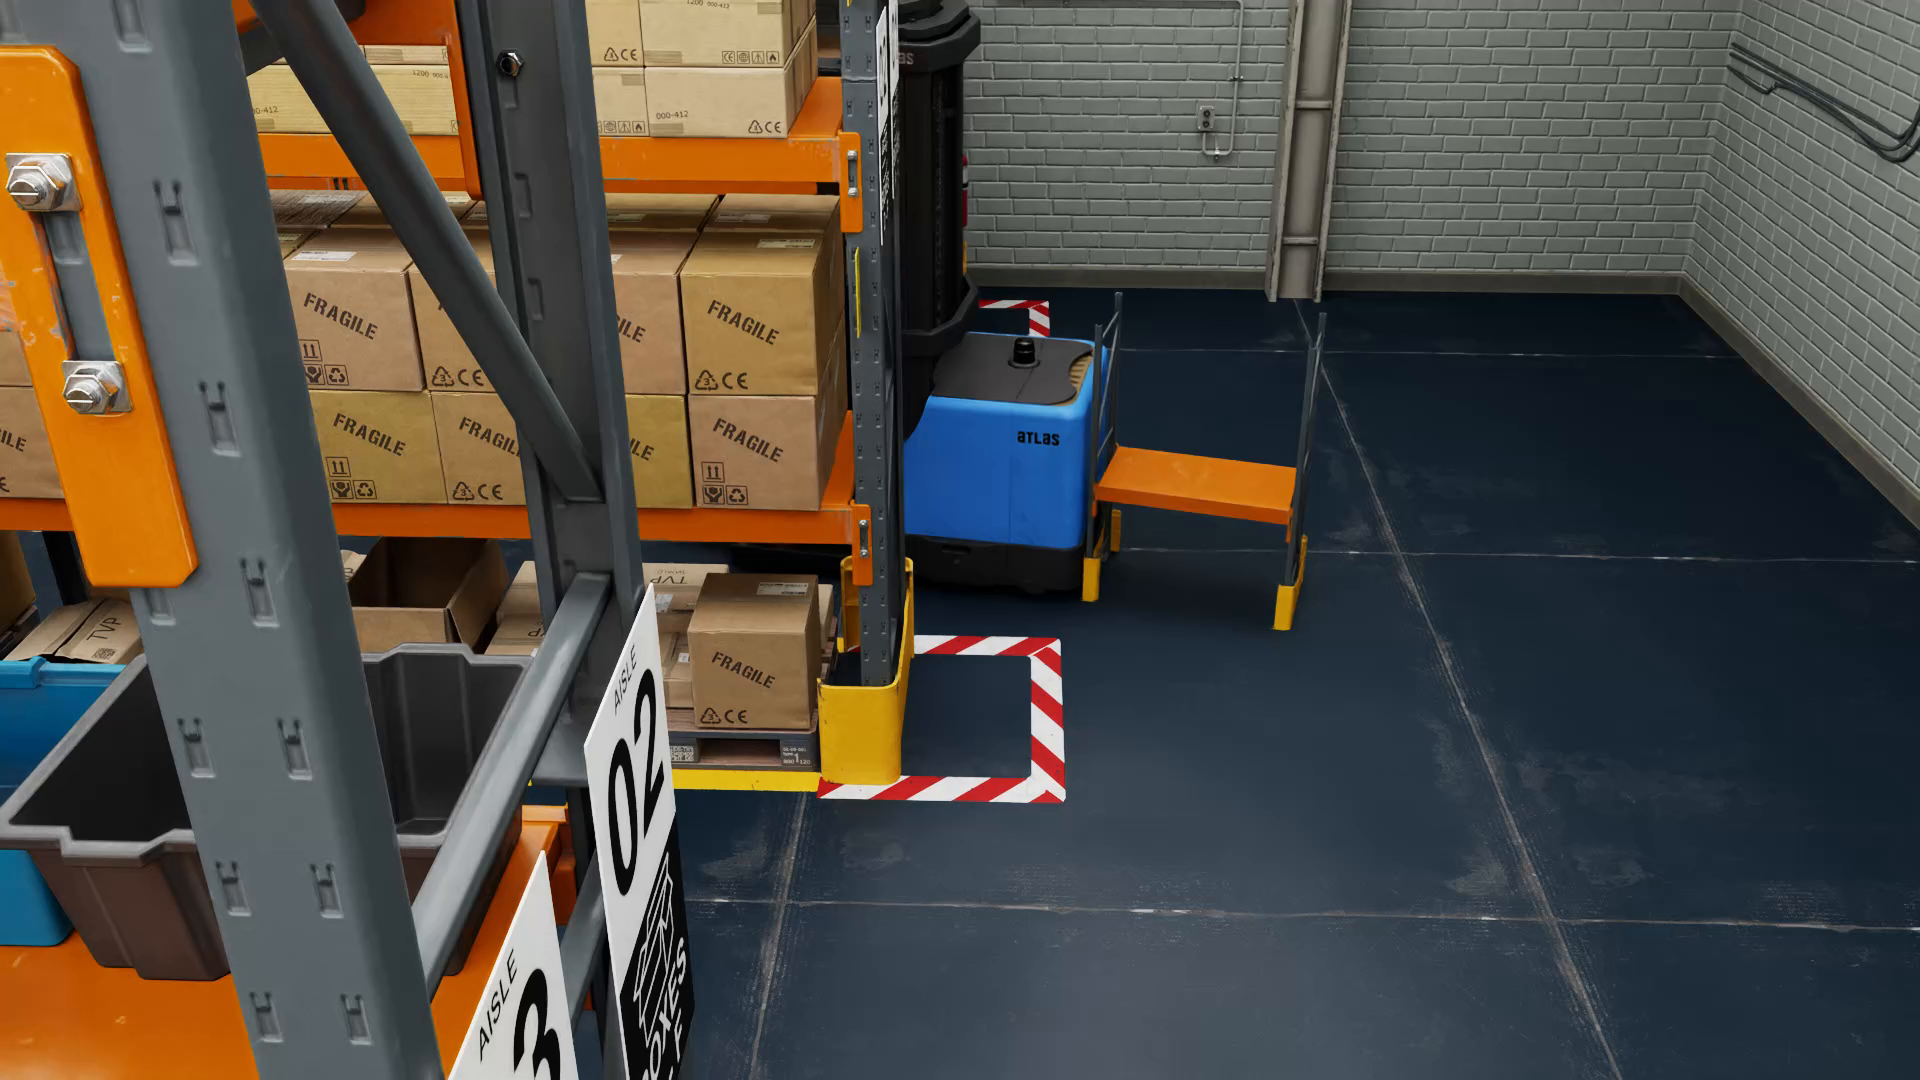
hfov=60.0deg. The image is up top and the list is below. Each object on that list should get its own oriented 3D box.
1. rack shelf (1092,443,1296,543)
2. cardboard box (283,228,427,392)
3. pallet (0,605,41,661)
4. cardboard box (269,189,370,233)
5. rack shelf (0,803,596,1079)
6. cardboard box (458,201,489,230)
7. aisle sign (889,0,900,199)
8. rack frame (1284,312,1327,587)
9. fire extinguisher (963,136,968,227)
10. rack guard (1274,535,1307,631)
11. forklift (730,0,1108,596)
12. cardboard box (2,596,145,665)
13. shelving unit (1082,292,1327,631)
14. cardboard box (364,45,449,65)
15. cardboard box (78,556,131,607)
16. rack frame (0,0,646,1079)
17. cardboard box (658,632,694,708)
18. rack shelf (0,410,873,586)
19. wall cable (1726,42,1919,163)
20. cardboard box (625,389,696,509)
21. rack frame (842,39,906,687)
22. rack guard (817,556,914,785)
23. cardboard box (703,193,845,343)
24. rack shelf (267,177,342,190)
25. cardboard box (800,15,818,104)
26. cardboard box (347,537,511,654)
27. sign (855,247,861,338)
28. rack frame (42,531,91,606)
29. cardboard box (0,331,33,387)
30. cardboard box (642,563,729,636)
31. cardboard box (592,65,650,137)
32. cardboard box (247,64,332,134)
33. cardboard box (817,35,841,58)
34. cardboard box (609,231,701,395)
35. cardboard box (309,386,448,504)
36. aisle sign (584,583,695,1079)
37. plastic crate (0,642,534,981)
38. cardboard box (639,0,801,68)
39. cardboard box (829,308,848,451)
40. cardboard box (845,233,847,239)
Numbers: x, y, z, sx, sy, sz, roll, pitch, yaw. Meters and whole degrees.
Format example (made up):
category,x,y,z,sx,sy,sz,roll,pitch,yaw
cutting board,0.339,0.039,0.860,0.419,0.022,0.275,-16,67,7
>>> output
category,x,y,z,sx,sy,sz,roll,pitch,yaw
rack shelf,1.223,-0.250,8.504,1.000,0.185,0.538,8,29,15
cardboard box,-2.332,-0.920,6.608,0.500,0.500,0.500,2,28,3
pallet,-5.152,0.638,7.821,1.213,0.211,1.003,1,28,2
cardboard box,-2.808,-1.181,7.102,0.500,0.500,0.500,1,28,2
rack shelf,-2.518,0.746,2.206,4.000,0.370,1.077,1,28,2
cardboard box,-1.797,-1.165,7.070,0.500,0.500,0.500,1,28,3
aisle sign,-0.262,-1.817,6.700,0.004,0.787,0.394,1,28,2
rack frame,1.709,-0.340,8.290,0.032,1.500,0.500,8,29,15
fire extinguisher,-0.035,-2.433,11.119,0.183,0.674,0.296,1,28,2
rack guard,1.708,0.212,8.583,0.087,0.250,0.587,8,29,15
forklift,-0.760,-1.346,8.660,3.031,2.935,1.130,6,28,11
cardboard box,-3.926,0.503,7.499,0.500,0.311,0.500,1,28,2
shelving unit,1.231,-0.408,8.418,1.083,1.500,0.587,8,29,15
cardboard box,-1.862,-1.919,6.092,0.500,0.250,0.500,1,28,2
cardboard box,-3.759,0.188,7.891,0.500,0.500,0.500,1,28,2
rack frame,-0.519,-0.864,1.273,0.127,3.000,1.000,1,28,2
cardboard box,-1.294,0.583,7.503,0.250,0.166,0.380,1,28,2
rack shelf,-2.339,-0.247,7.282,4.000,0.370,1.077,1,28,2
wall cable,5.470,-3.869,10.256,0.112,2.526,3.097,1,28,2
cardboard box,-1.317,-0.463,6.815,0.500,0.500,0.500,1,28,2
rack frame,-0.341,-0.532,7.051,0.127,3.000,1.000,1,28,2
rack guard,-0.417,0.571,7.639,0.348,0.500,1.175,1,28,2
cardboard box,-0.775,-1.149,7.040,0.500,0.500,0.500,2,28,3
rack shelf,-6.166,-2.632,11.781,4.000,0.370,1.077,1,28,2
cardboard box,-0.845,-1.919,6.624,0.500,0.250,0.500,1,28,2
cardboard box,-2.460,0.339,7.604,0.637,0.503,0.797,1,28,2
sign,-0.380,-0.924,6.217,0.005,0.325,0.100,1,28,2
rack frame,-4.338,-0.598,7.176,0.127,3.000,1.000,1,28,2
cardboard box,-3.877,-0.945,6.655,0.500,0.500,0.500,2,28,3
cardboard box,-1.374,0.338,7.875,0.500,0.250,0.500,1,28,2
cardboard box,-1.363,-1.690,6.192,0.500,0.250,0.500,1,28,2
cardboard box,-2.362,-1.708,6.226,0.500,0.250,0.500,1,28,2
cardboard box,-0.680,-2.987,11.362,0.700,0.700,0.980,2,28,4
cardboard box,-1.300,-0.905,6.580,0.500,0.500,0.500,2,28,3
cardboard box,-2.318,-0.482,6.851,0.500,0.500,0.500,1,28,1
aisle sign,-0.437,0.500,2.329,0.004,0.787,0.394,1,28,2
plastic crate,-0.894,0.382,2.264,0.590,0.269,0.497,1,28,2
cardboard box,-0.863,-1.901,6.058,0.500,0.250,0.500,1,28,2
cardboard box,-0.775,-0.707,7.275,0.500,0.500,0.500,2,28,3
cardboard box,-0.741,-2.275,11.867,0.250,0.149,0.380,1,28,2
